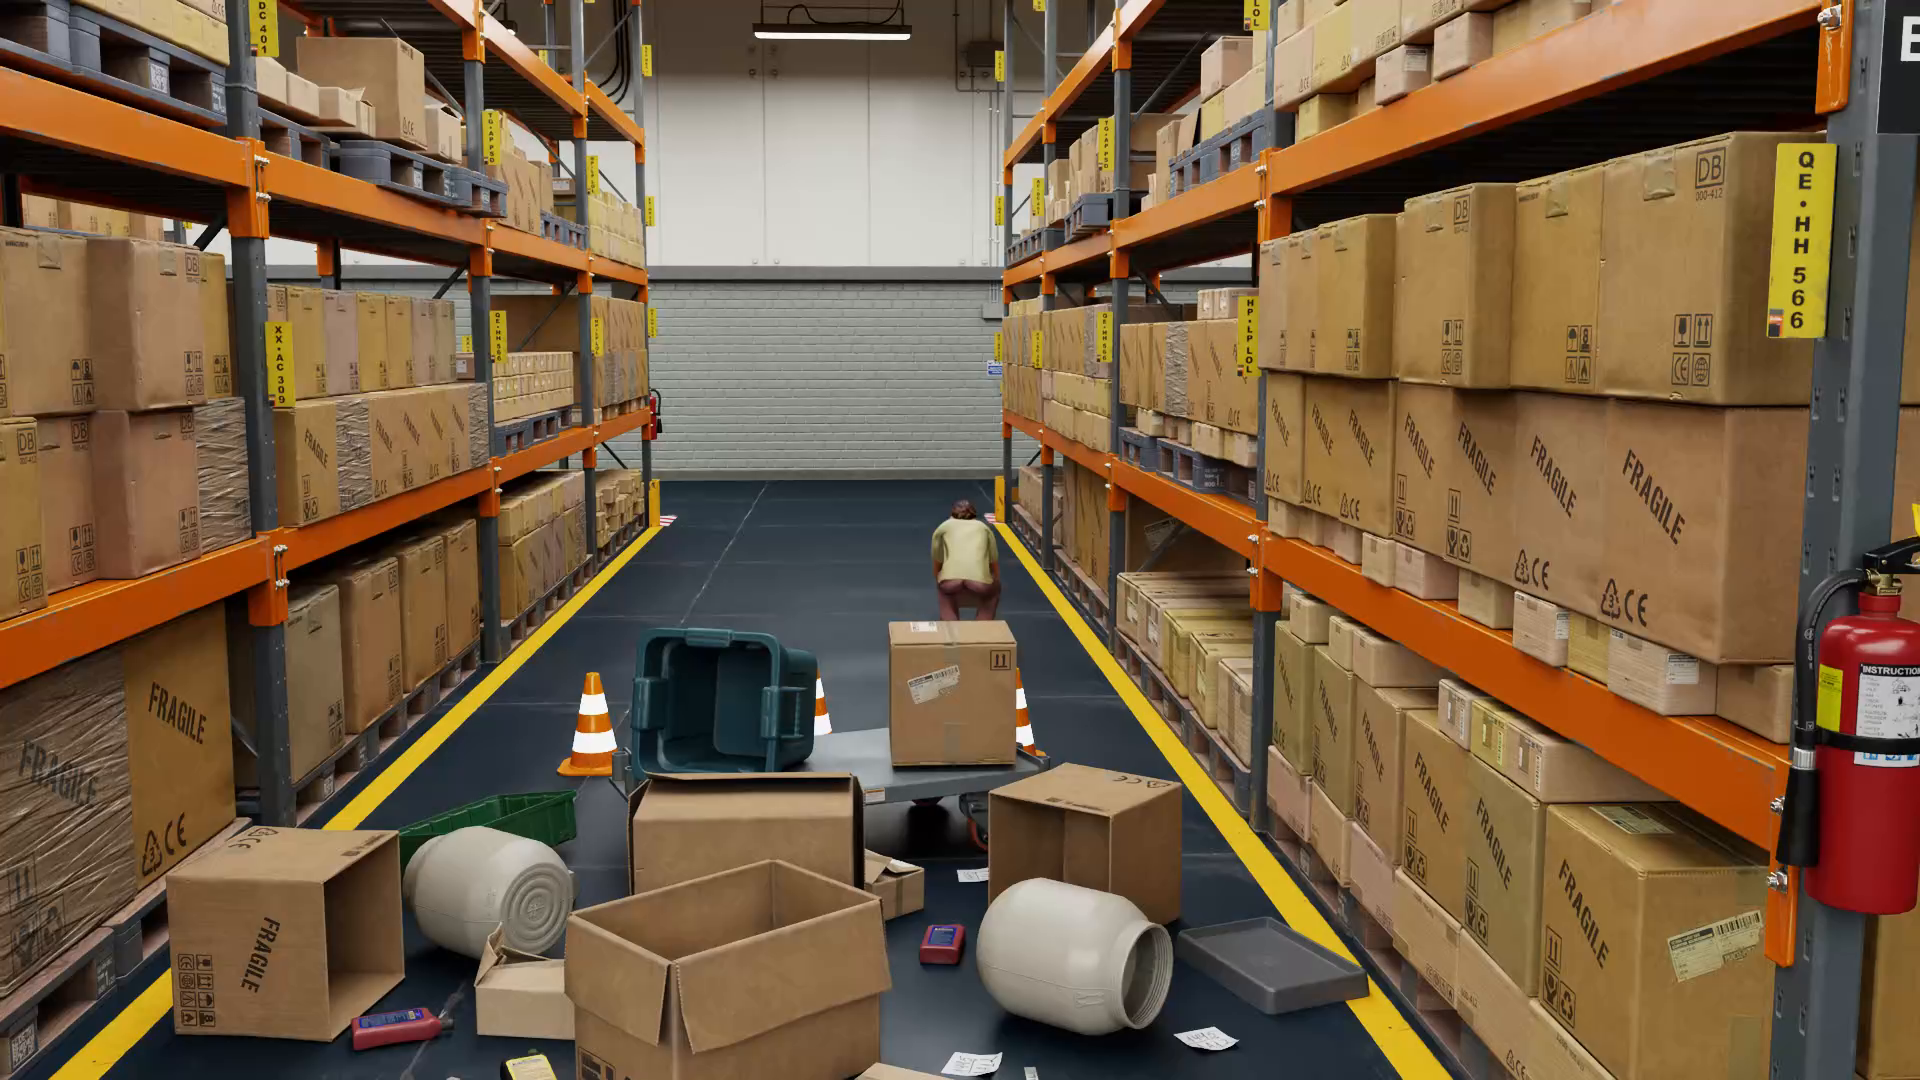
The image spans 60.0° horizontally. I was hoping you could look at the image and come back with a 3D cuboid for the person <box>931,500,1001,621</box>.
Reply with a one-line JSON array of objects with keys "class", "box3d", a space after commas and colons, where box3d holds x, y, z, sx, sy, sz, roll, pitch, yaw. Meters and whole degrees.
[{"class": "person", "box3d": [0.030, 0.277, 11.436, 0.491, 0.845, 0.793, 1, 7, 6]}]
